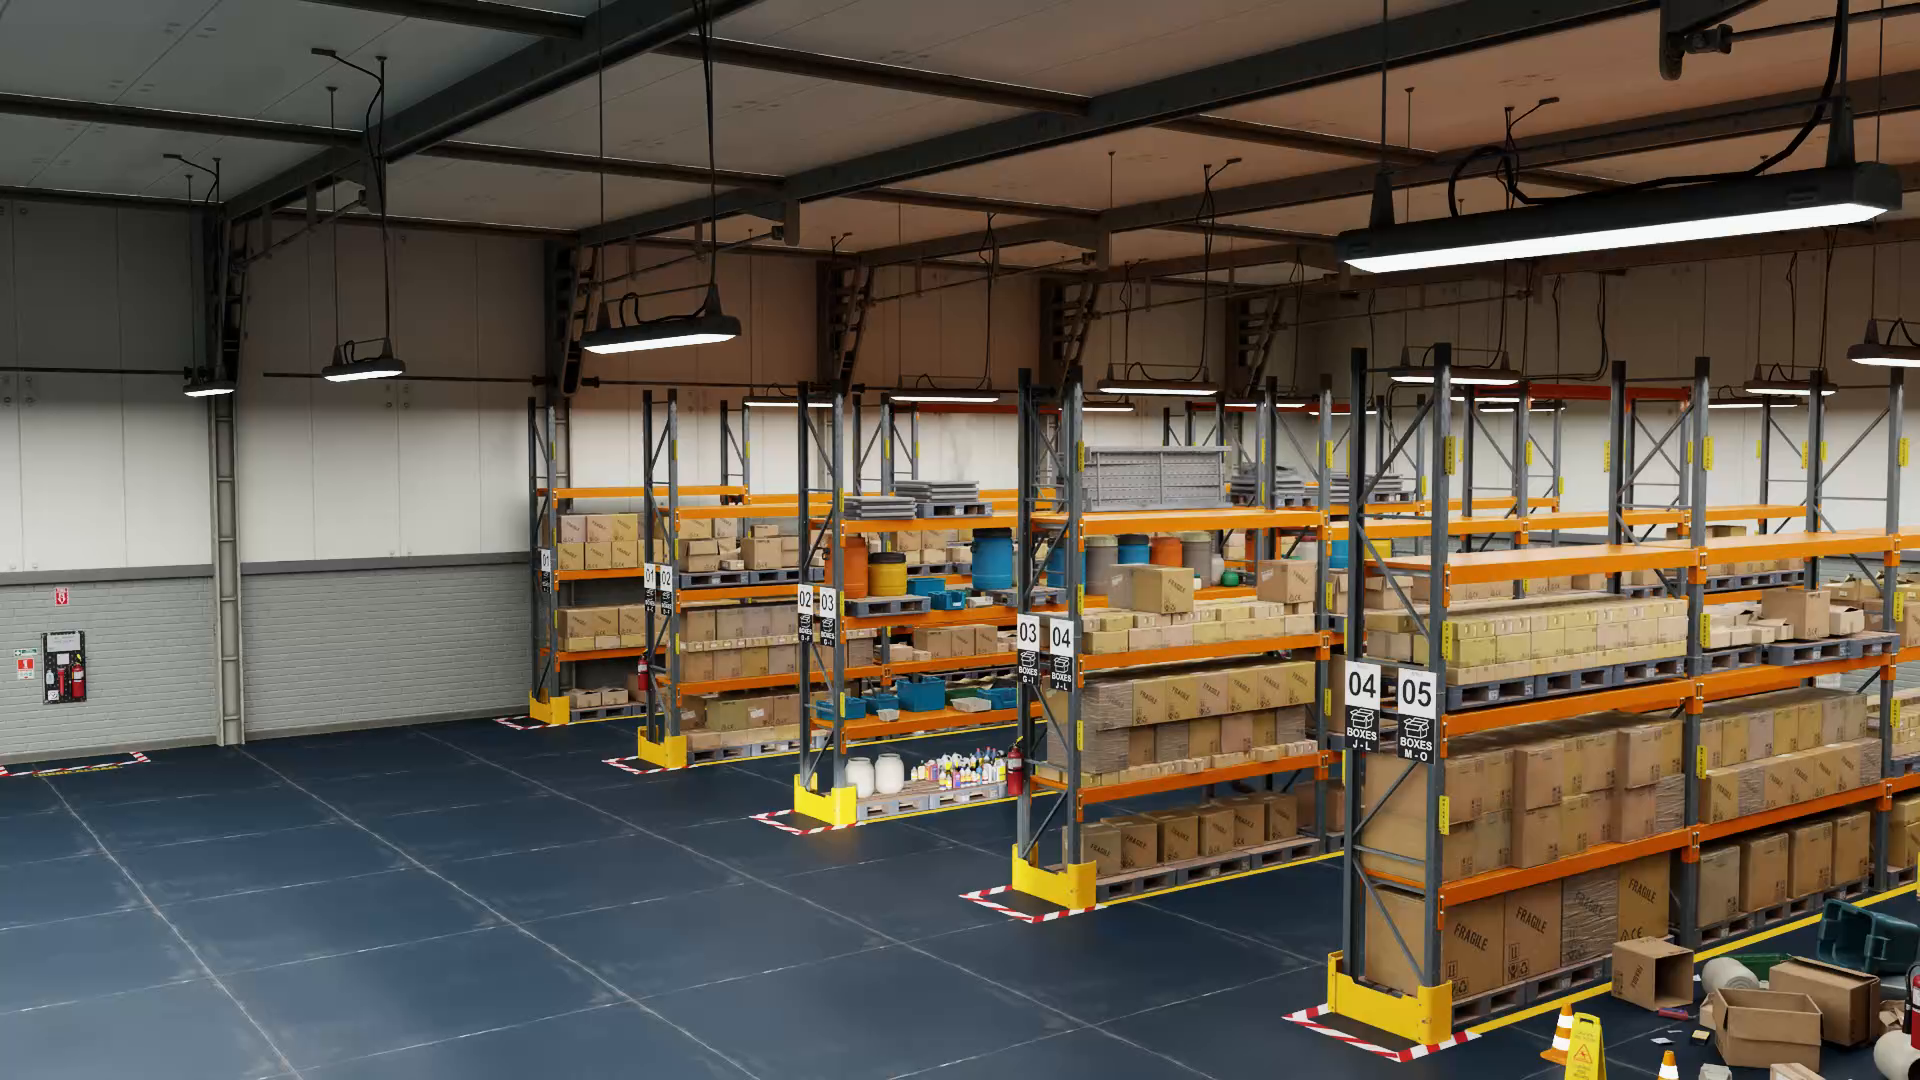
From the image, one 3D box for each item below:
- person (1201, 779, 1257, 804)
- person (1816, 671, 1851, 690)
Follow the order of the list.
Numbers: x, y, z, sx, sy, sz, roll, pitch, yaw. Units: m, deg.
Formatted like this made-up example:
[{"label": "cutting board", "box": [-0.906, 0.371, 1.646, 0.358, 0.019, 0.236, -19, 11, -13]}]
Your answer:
[{"label": "person", "box": [3.639, 2.977, 22.629, 1.117, 1.739, 0.624, -3, 4, -40]}, {"label": "person", "box": [15.057, 2.568, 28.829, 0.685, 1.786, 0.927, -1, 4, -16]}]
